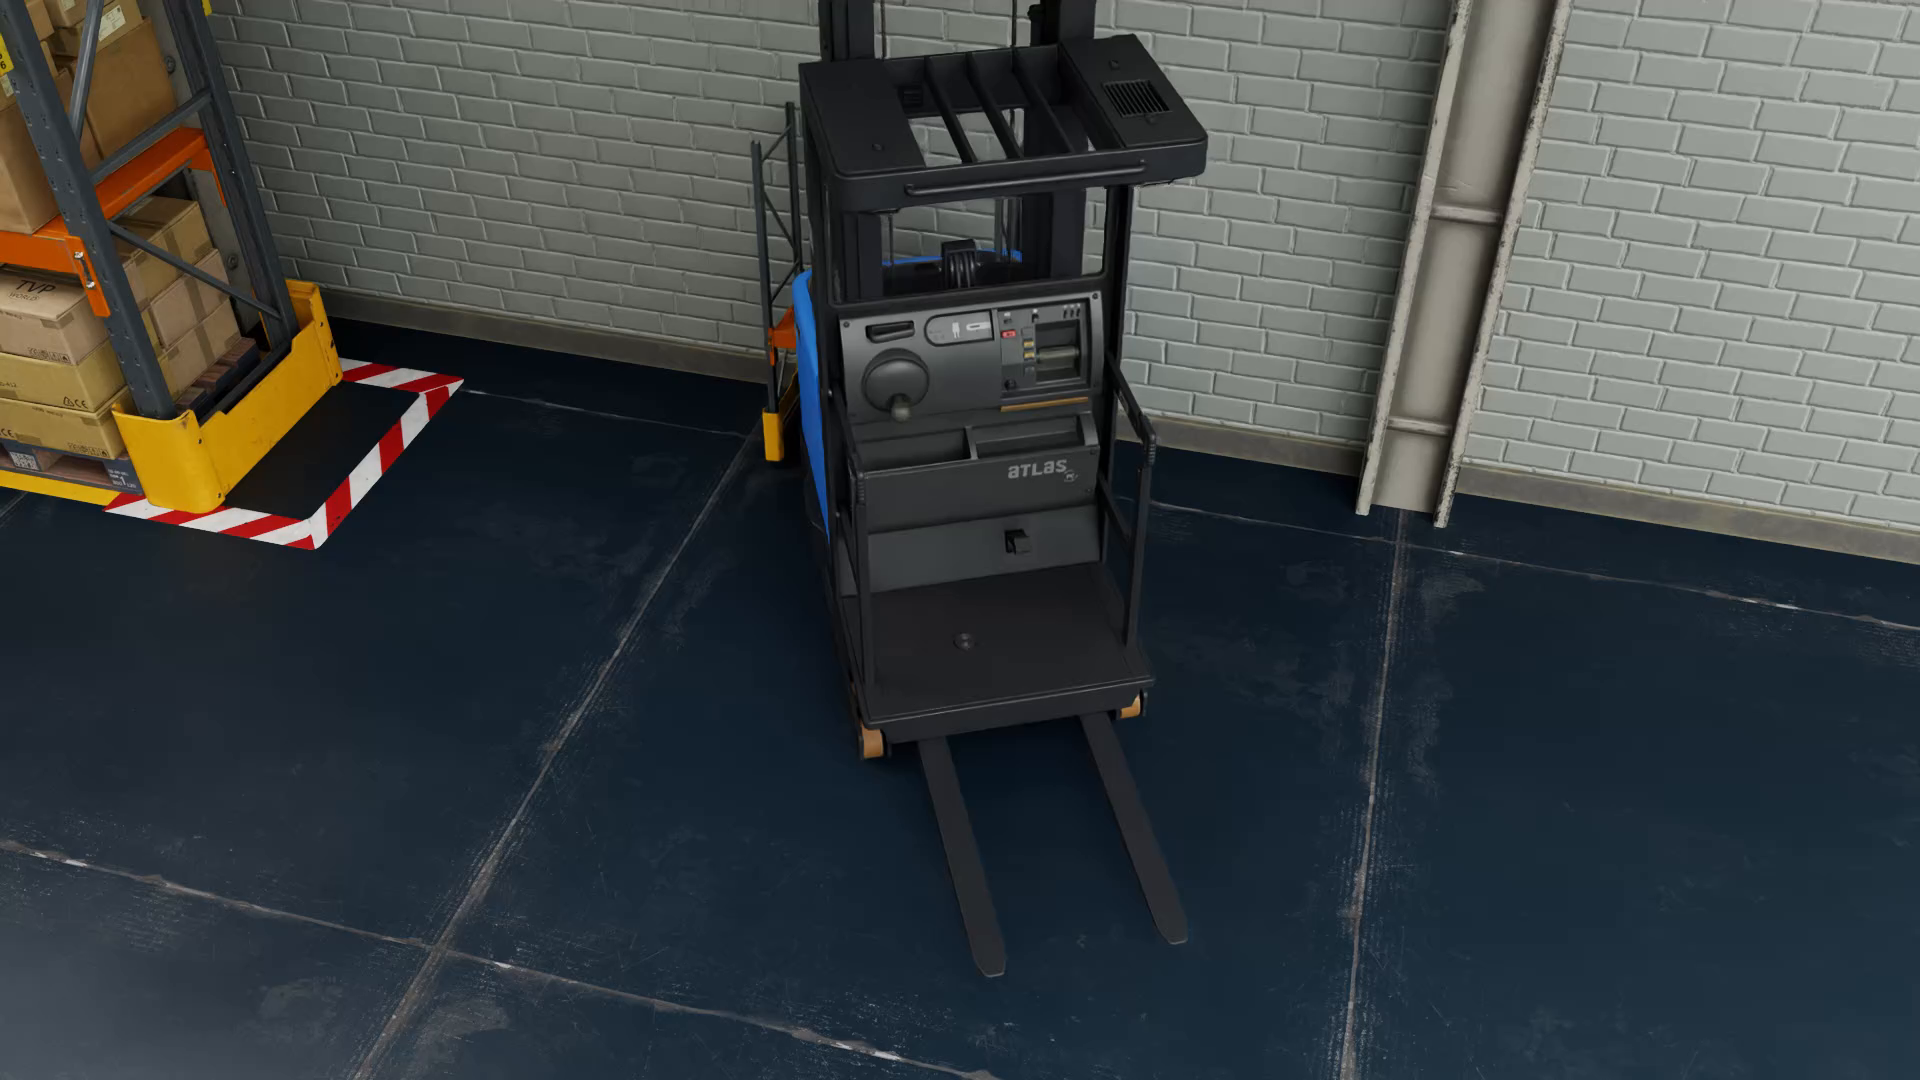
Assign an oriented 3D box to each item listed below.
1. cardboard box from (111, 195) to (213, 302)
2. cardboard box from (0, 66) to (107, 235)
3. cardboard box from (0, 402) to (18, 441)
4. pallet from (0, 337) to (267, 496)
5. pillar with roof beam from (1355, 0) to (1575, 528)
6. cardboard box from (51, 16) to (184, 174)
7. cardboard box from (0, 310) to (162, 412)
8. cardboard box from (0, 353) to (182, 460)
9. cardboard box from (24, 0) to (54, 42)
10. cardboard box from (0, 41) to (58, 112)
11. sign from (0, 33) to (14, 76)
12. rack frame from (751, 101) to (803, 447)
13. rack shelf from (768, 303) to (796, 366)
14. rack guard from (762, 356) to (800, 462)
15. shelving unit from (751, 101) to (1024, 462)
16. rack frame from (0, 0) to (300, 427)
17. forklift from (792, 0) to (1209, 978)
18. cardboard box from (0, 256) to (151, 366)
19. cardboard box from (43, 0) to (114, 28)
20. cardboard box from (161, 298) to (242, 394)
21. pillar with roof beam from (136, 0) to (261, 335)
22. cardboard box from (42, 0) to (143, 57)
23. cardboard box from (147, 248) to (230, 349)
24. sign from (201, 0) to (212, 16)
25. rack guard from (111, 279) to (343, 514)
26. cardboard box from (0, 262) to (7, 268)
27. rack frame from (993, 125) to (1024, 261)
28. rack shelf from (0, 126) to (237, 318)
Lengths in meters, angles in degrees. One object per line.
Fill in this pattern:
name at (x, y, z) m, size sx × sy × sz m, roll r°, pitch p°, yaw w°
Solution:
cardboard box at (-3.786, -1.339, 7.546) m, size 0.500 × 0.250 × 0.500 m, roll 9°, pitch 41°, yaw 11°
cardboard box at (-3.914, -1.608, 6.755) m, size 0.500 × 0.500 × 0.500 m, roll 9°, pitch 41°, yaw 10°
cardboard box at (-4.384, -0.729, 7.598) m, size 0.500 × 0.250 × 0.500 m, roll 10°, pitch 41°, yaw 11°
pallet at (-4.121, -0.685, 7.901) m, size 1.213 × 0.211 × 1.003 m, roll 10°, pitch 41°, yaw 11°
pillar with roof beam at (0.873, -0.952, 1.387) m, size 0.400 × 9.000 × 9.100 m, roll 10°, pitch 41°, yaw 11°
cardboard box at (-3.778, -1.944, 7.155) m, size 0.500 × 0.500 × 0.500 m, roll 11°, pitch 41°, yaw 13°
cardboard box at (-3.922, -0.837, 7.337) m, size 0.500 × 0.250 × 0.500 m, roll 9°, pitch 41°, yaw 11°
cardboard box at (-3.907, -0.641, 7.492) m, size 0.500 × 0.250 × 0.500 m, roll 10°, pitch 41°, yaw 12°
cardboard box at (-3.771, -1.980, 6.462) m, size 0.250 × 0.149 × 0.380 m, roll 10°, pitch 41°, yaw 12°
cardboard box at (-3.778, -1.821, 6.504) m, size 0.250 × 0.149 × 0.380 m, roll 10°, pitch 41°, yaw 12°
sign at (-3.525, -1.850, 6.036) m, size 0.005 × 0.325 × 0.100 m, roll 10°, pitch 41°, yaw 11°
rack frame at (-0.788, -1.140, 7.408) m, size 0.032 × 1.500 × 0.500 m, roll 8°, pitch 36°, yaw 10°
rack shelf at (-0.294, -0.926, 7.420) m, size 1.000 × 0.185 × 0.538 m, roll 8°, pitch 36°, yaw 10°
rack guard at (-0.790, -0.629, 7.768) m, size 0.087 × 0.250 × 0.587 m, roll 8°, pitch 36°, yaw 10°
shelving unit at (-0.302, -1.074, 7.318) m, size 1.083 × 1.500 × 0.587 m, roll 8°, pitch 36°, yaw 10°
rack frame at (-3.371, -1.651, 6.884) m, size 0.127 × 3.000 × 1.000 m, roll 10°, pitch 41°, yaw 11°
forklift at (0.094, -0.565, 5.644) m, size 1.130 × 2.935 × 3.031 m, roll -8°, pitch 41°, yaw -9°
cardboard box at (-3.896, -1.025, 7.172) m, size 0.500 × 0.250 × 0.500 m, roll 11°, pitch 41°, yaw 13°
cardboard box at (-3.640, -2.240, 6.772) m, size 0.250 × 0.149 × 0.380 m, roll 9°, pitch 41°, yaw 11°
cardboard box at (-3.795, -0.962, 7.875) m, size 0.500 × 0.250 × 0.500 m, roll 10°, pitch 41°, yaw 12°
pillar with roof beam at (-4.923, -1.950, 2.574) m, size 0.400 × 9.000 × 9.100 m, roll 10°, pitch 41°, yaw 11°
cardboard box at (-3.632, -2.155, 6.902) m, size 0.250 × 0.149 × 0.380 m, roll 9°, pitch 41°, yaw 10°
cardboard box at (-3.771, -1.158, 7.719) m, size 0.500 × 0.250 × 0.500 m, roll 10°, pitch 41°, yaw 12°
sign at (-3.222, -2.357, 6.989) m, size 0.005 × 0.325 × 0.100 m, roll 10°, pitch 41°, yaw 11°
rack guard at (-3.348, -0.690, 7.683) m, size 0.348 × 0.500 × 1.175 m, roll 10°, pitch 41°, yaw 11°
cardboard box at (-4.391, -1.106, 7.268) m, size 0.500 × 0.250 × 0.500 m, roll 10°, pitch 41°, yaw 12°
rack frame at (0.203, -1.006, 7.226) m, size 0.032 × 1.500 × 0.500 m, roll 8°, pitch 36°, yaw 10°
rack shelf at (-5.303, -1.708, 7.511) m, size 4.000 × 0.370 × 1.077 m, roll 10°, pitch 41°, yaw 11°
